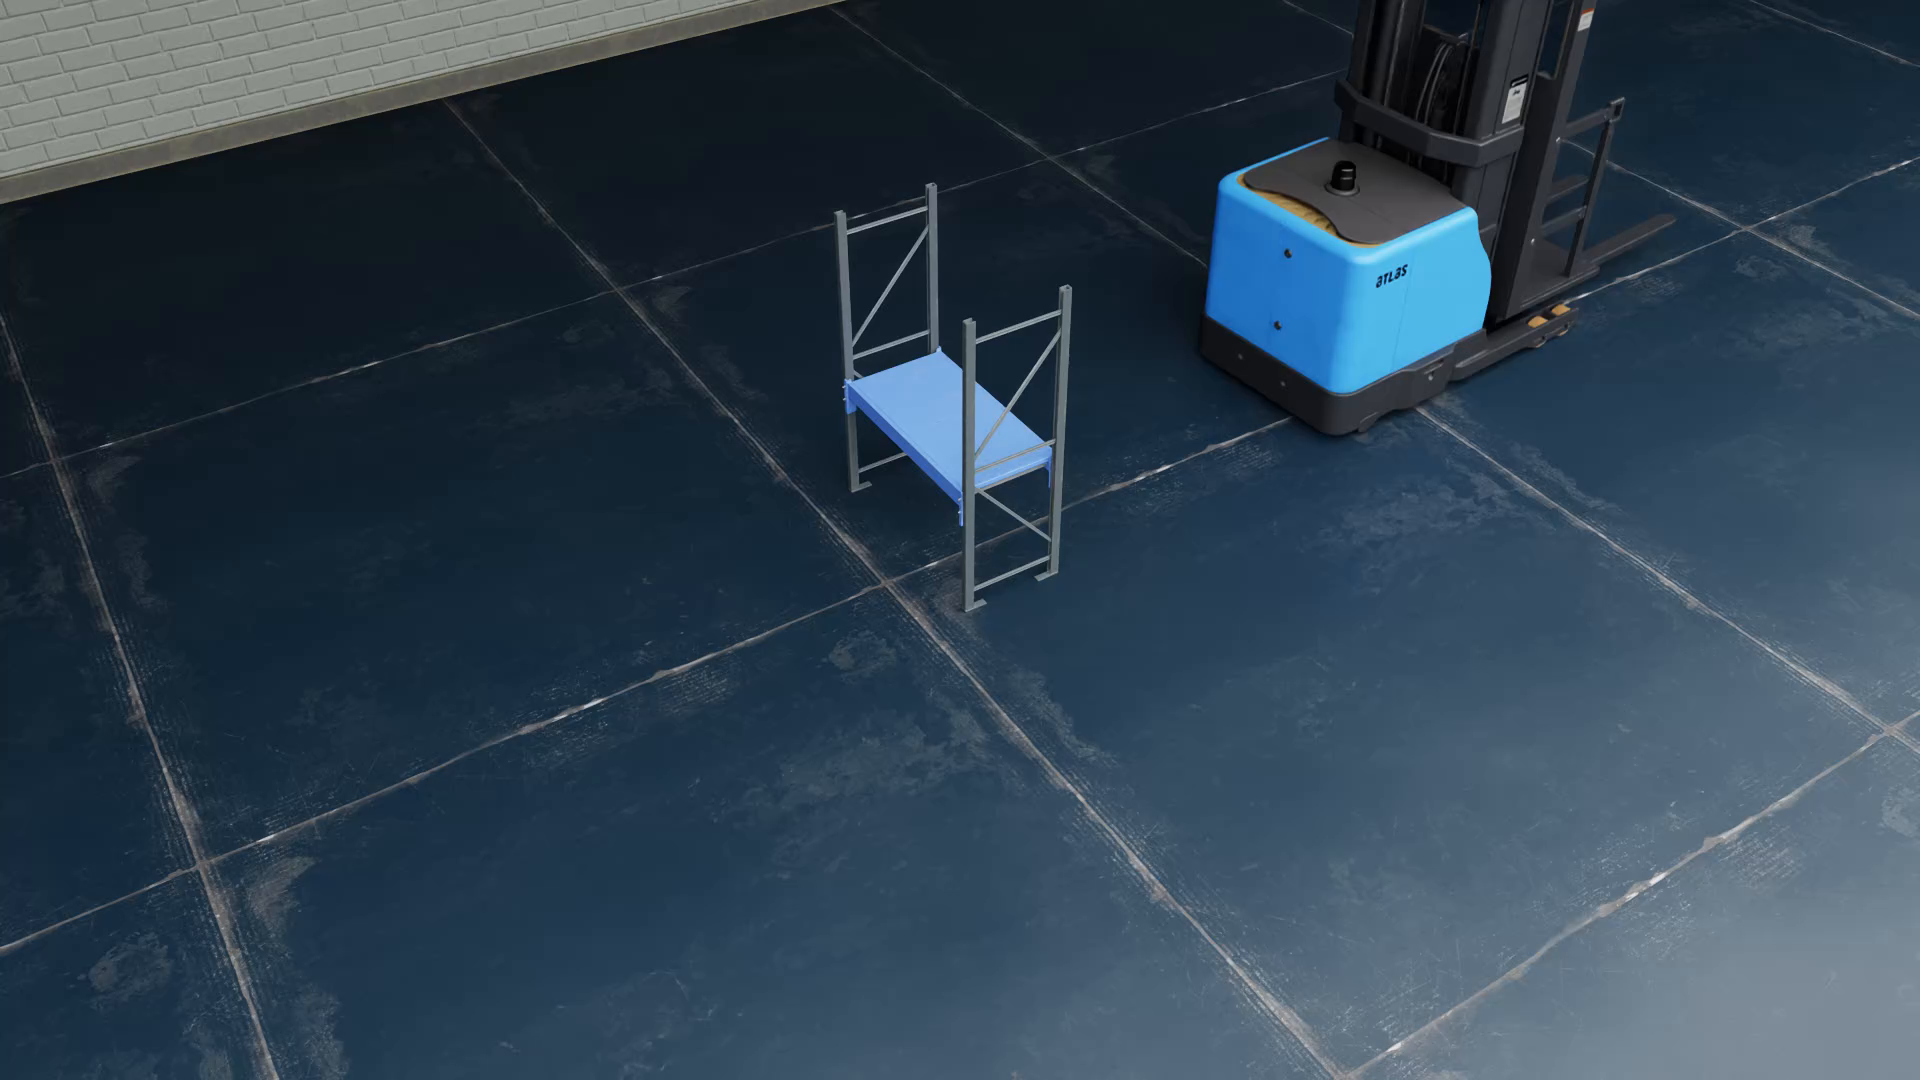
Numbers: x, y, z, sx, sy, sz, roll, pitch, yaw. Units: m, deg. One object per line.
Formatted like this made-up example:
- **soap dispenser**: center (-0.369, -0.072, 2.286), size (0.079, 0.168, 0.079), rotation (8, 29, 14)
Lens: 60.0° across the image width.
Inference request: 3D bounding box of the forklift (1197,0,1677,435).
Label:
- **forklift**: center (2.748, -2.414, 8.357), size (3.031, 2.935, 1.130), rotation (-26, 46, -27)

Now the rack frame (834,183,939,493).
- **rack frame**: center (-0.319, -0.897, 7.654), size (0.500, 1.500, 0.032), rotation (-22, 45, -24)

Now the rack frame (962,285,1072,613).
- **rack frame**: center (0.227, -0.348, 6.996), size (0.500, 1.500, 0.032), rotation (-22, 45, -24)

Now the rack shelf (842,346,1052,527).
- **rack shelf**: center (-0.046, -0.484, 7.440), size (0.538, 0.185, 1.000), rotation (-22, 45, -24)

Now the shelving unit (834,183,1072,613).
- **shelving unit**: center (-0.046, -0.622, 7.325), size (0.538, 1.500, 1.048), rotation (-22, 45, -24)
